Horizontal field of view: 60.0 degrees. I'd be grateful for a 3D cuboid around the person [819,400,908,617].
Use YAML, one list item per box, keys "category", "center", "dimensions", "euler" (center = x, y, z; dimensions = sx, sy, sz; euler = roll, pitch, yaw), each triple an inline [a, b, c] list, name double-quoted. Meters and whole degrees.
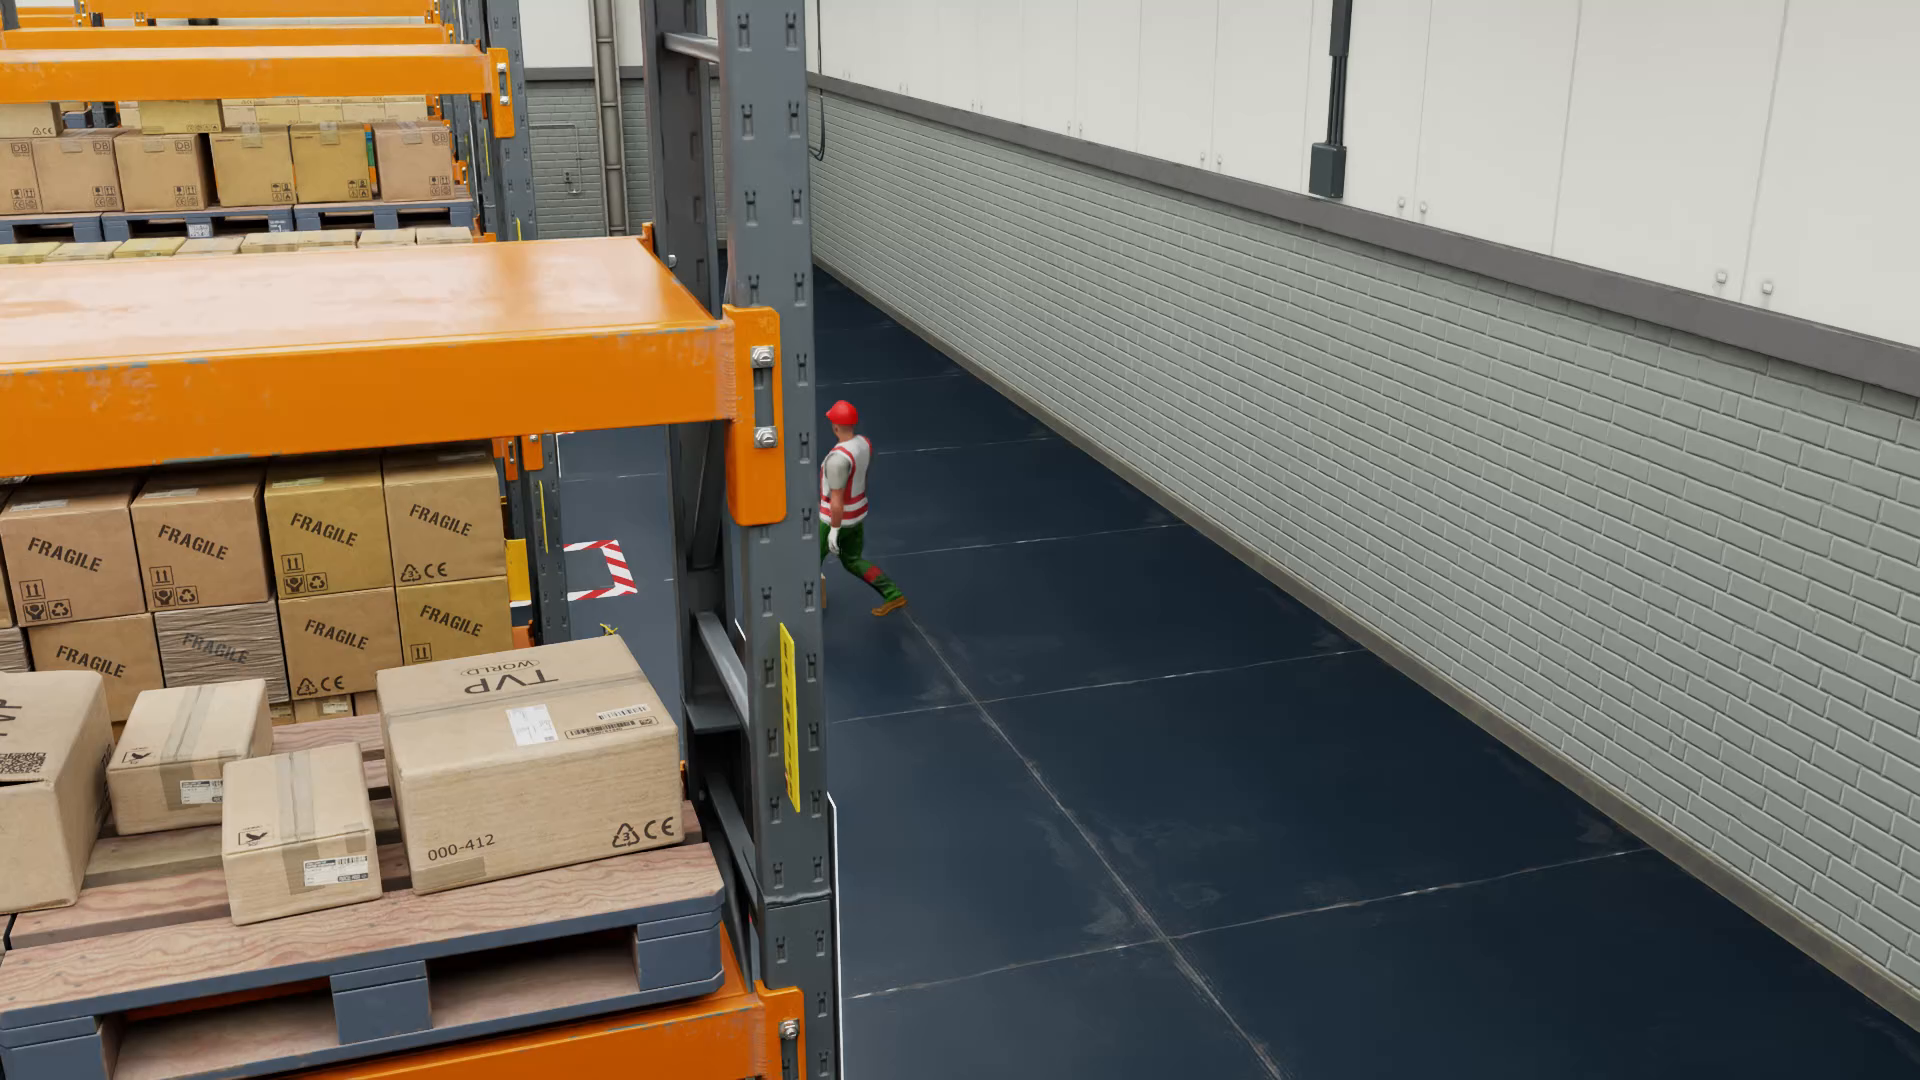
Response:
- category: "person"
  center: [-0.893, -0.183, 12.115]
  dimensions: [0.975, 1.738, 0.573]
  euler: [9, 21, 25]
